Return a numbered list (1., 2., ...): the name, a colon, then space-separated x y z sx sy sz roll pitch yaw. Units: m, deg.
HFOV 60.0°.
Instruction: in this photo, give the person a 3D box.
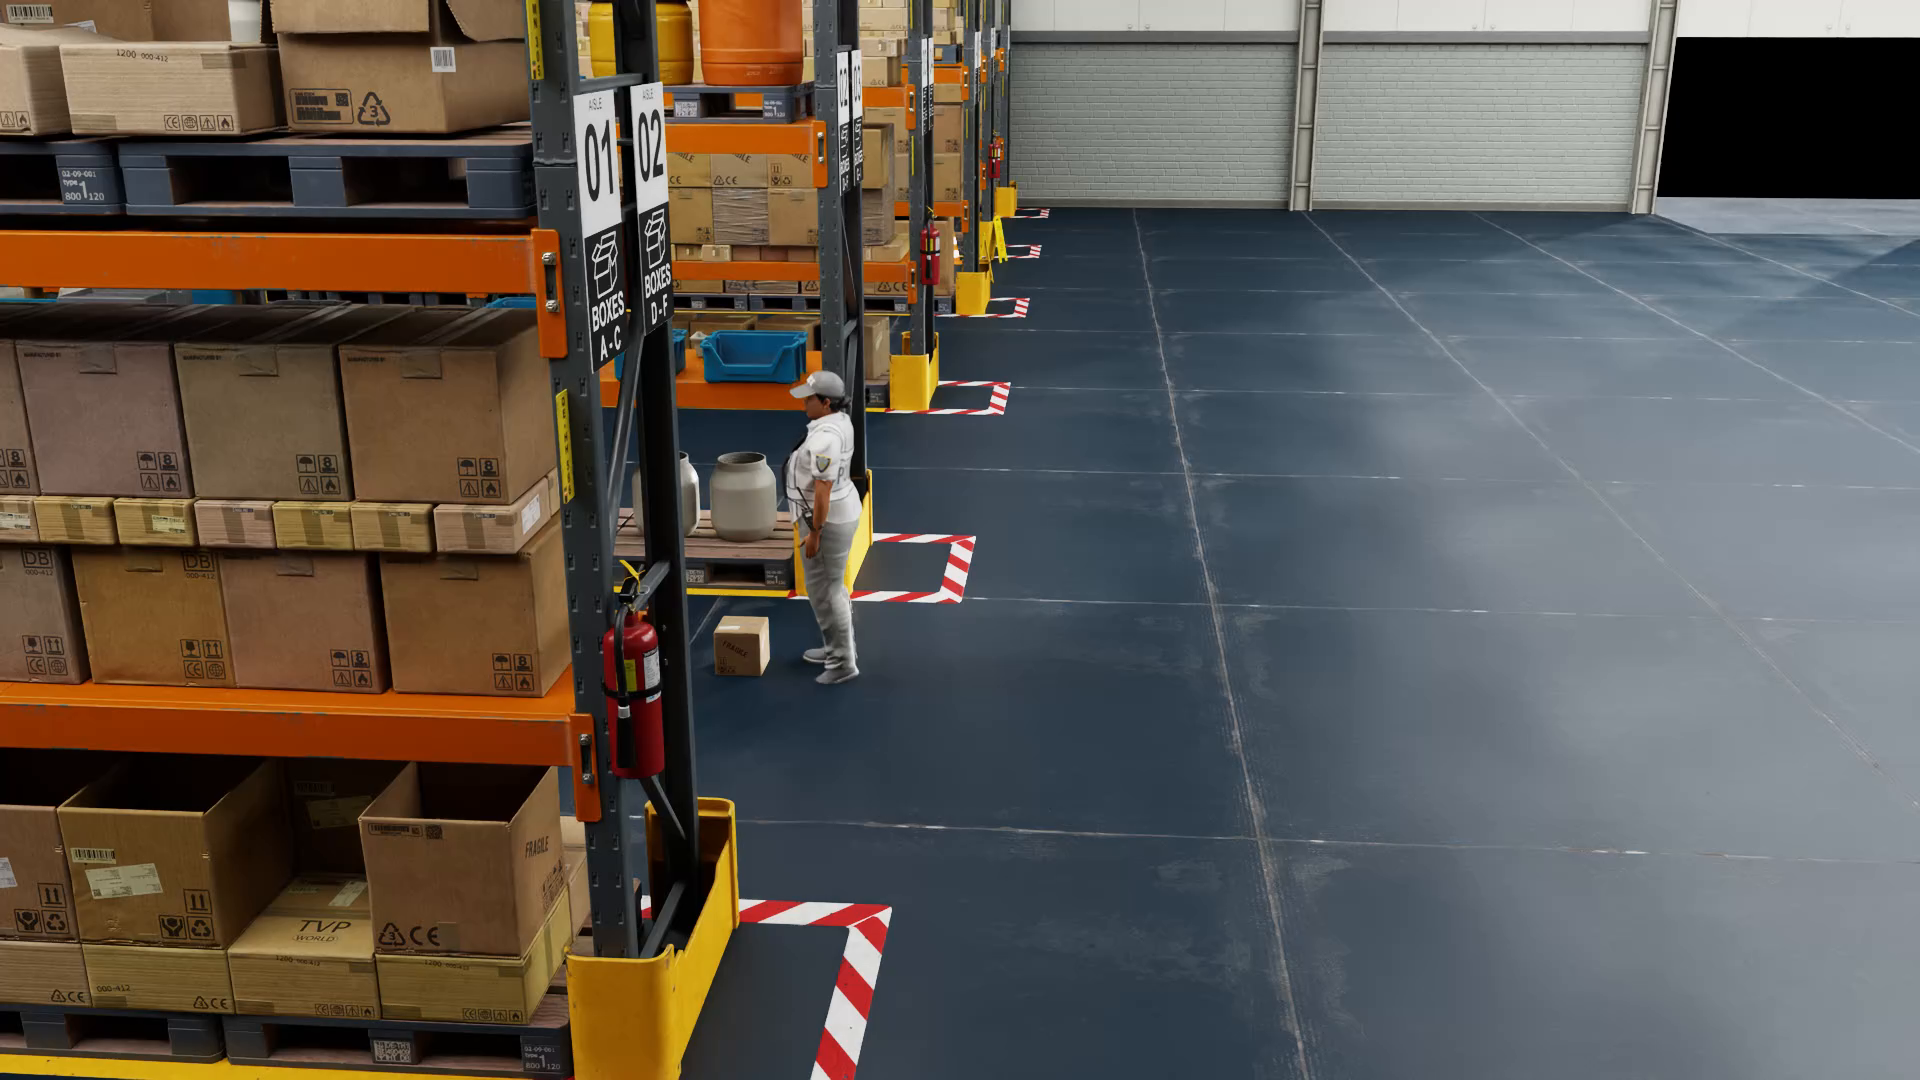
1. person: -0.722 -0.053 8.811 0.385 1.715 0.468 2 18 5
